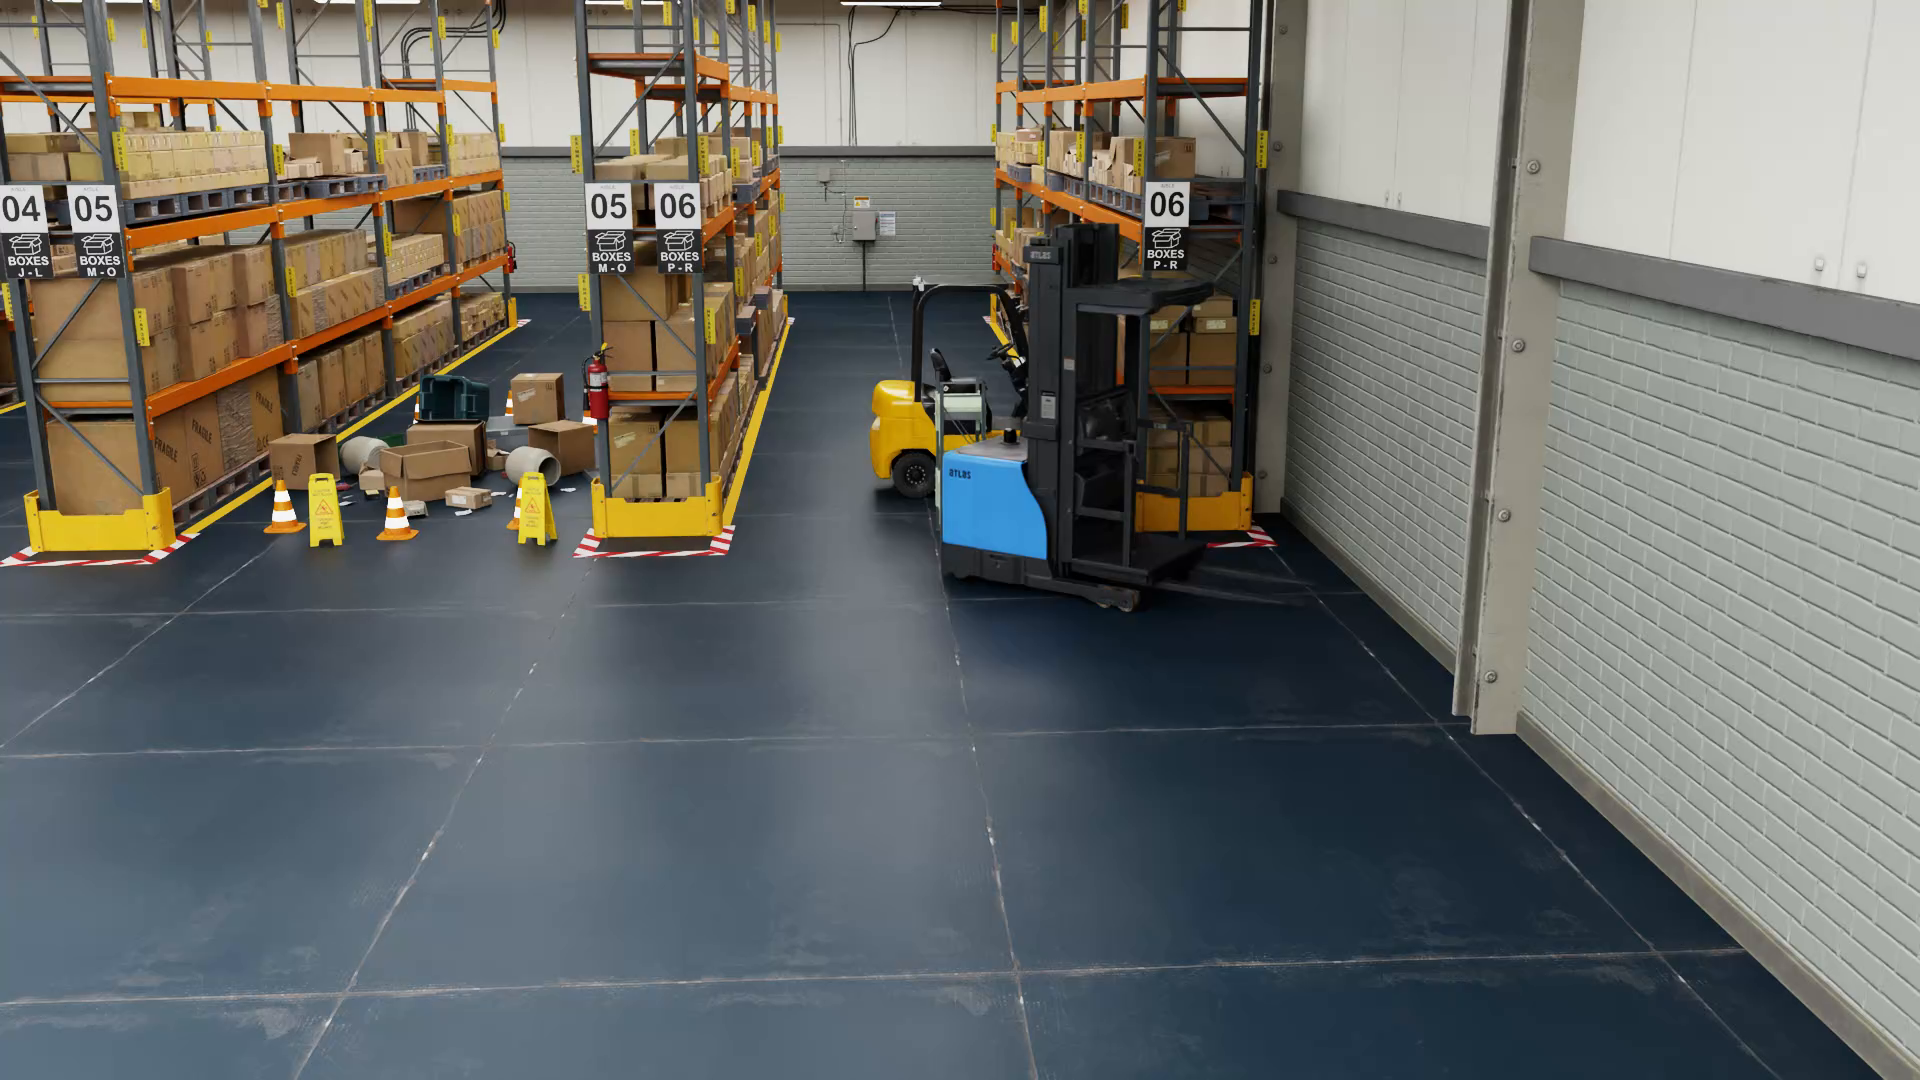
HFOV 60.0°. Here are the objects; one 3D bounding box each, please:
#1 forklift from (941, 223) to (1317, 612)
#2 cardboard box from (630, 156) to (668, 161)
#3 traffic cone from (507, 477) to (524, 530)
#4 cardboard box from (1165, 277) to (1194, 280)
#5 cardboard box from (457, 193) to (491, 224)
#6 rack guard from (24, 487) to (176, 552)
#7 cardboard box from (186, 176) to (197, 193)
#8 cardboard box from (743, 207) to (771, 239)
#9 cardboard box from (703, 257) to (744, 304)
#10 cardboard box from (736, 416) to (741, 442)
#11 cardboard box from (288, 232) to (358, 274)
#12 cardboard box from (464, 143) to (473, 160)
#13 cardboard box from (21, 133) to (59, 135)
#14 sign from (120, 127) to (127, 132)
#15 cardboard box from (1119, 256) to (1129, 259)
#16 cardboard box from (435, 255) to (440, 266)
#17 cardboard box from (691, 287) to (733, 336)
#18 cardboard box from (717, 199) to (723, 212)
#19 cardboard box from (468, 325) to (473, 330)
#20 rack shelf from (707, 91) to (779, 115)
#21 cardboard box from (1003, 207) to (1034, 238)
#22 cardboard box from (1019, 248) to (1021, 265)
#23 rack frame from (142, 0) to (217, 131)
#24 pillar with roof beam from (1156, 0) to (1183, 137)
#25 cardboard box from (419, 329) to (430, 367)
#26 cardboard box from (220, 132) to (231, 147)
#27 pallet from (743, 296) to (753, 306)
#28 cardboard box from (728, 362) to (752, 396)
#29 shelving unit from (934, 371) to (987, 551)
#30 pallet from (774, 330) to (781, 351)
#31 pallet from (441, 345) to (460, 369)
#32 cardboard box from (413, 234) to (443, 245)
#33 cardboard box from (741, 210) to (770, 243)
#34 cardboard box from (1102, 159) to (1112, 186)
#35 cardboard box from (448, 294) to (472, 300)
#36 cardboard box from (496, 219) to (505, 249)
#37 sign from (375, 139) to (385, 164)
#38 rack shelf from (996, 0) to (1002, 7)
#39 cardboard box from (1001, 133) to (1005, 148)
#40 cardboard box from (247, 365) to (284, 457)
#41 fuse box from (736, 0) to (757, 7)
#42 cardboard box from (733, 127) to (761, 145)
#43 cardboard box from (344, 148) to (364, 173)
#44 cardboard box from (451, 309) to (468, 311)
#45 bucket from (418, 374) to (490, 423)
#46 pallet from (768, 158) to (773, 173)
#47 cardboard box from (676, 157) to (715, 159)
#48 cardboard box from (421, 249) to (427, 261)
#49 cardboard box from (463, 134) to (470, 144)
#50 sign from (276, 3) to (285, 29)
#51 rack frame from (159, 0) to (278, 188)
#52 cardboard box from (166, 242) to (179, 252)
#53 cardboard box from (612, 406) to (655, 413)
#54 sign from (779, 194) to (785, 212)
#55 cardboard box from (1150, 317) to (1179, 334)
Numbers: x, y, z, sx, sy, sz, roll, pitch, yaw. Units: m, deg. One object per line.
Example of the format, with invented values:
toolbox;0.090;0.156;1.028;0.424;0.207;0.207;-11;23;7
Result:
forklift;1.355;-1.006;13.277;3.031;2.935;1.130;9;17;32
cardboard box;-3.305;-4.005;17.679;0.380;0.149;0.250;-1;14;-5
traffic cone;-4.118;-0.365;15.738;0.336;0.463;0.334;-1;14;-3
cardboard box;2.271;-2.691;17.591;0.380;0.149;0.250;-1;14;-4
cardboard box;-8.380;-5.695;28.562;0.500;0.500;0.500;0;14;-1
rack guard;-7.737;-0.188;14.978;1.175;0.500;0.348;-1;14;-3
cardboard box;-7.517;-3.392;15.853;0.380;0.149;0.250;-1;14;-4
cardboard box;-3.335;-5.145;27.021;0.500;0.500;0.500;-1;14;-3
cardboard box;-2.794;-3.018;19.319;0.500;0.500;0.500;-1;14;-2
cardboard box;-2.747;-1.230;18.685;0.500;0.250;0.500;0;14;-1
cardboard box;-8.183;-3.689;21.362;0.700;0.500;0.500;-1;14;-4
cardboard box;-8.315;-6.384;27.320;0.500;0.250;0.500;-1;14;-2
cardboard box;-13.338;-5.557;23.757;0.797;0.503;0.637;-1;14;-4
sign;-12.897;-6.204;25.653;0.100;0.325;0.005;-1;14;-3
cardboard box;2.044;-3.669;21.989;0.380;0.149;0.250;-1;14;-5
cardboard box;-8.242;-4.310;25.644;0.380;0.149;0.250;-1;14;-3
cardboard box;-2.737;-2.459;17.989;0.500;0.500;0.500;0;14;-2
cardboard box;-2.678;-3.502;17.326;0.380;0.149;0.250;0;14;-2
cardboard box;-8.333;-3.497;27.699;0.380;0.149;0.250;-1;14;-5
rack shelf;-3.671;-7.351;28.008;1.077;0.370;4.000;-1;14;-3
cardboard box;1.011;-5.507;28.835;0.500;0.500;0.500;-1;14;-2
cardboard box;1.110;-4.355;25.583;0.396;0.266;0.258;0;14;-1
rack frame;-13.686;-8.238;29.208;1.000;3.000;0.127;-1;14;-3
pillar with roof beam;-1.662;-6.102;20.906;9.100;9.000;0.400;-1;14;-3
cardboard box;-8.094;-2.819;24.362;0.500;0.500;0.500;-1;14;-5
cardboard box;-7.581;-4.030;16.736;0.380;0.149;0.250;-1;14;-3
pallet;-3.136;-2.911;20.930;1.003;0.211;1.213;-1;14;-3
cardboard box;-3.221;-2.102;21.833;0.950;0.372;0.625;-1;14;-5
shelving unit;0.000;-0.725;15.057;0.431;1.500;0.755;-1;14;-3
pallet;-3.516;-3.330;27.770;1.003;0.211;1.213;-1;14;-3
pallet;-8.432;-2.845;25.884;1.003;0.211;1.213;-1;14;-3
cardboard box;-8.262;-4.662;25.817;0.380;0.149;0.250;0;14;-1
cardboard box;-3.269;-4.916;26.129;0.500;0.500;0.500;0;14;-2
cardboard box;1.691;-3.844;17.377;0.396;0.266;0.258;-1;14;-5
cardboard box;-8.899;-4.292;29.598;0.380;0.149;0.250;-1;14;-2
cardboard box;-8.445;-5.469;29.687;0.500;0.500;0.500;-1;14;-2
sign;-7.679;-5.142;22.000;0.100;0.325;0.005;-1;14;-3
rack shelf;1.283;-9.232;27.846;1.077;0.370;4.000;-1;14;-3
cardboard box;0.993;-6.963;28.975;0.500;0.250;0.500;-1;14;-4
cardboard box;-8.017;-1.416;18.156;0.875;0.875;0.875;-1;14;-3
fuse box;-4.419;-11.332;34.811;0.513;0.334;0.176;-1;14;-3
cardboard box;-3.374;-6.393;26.813;0.500;0.500;0.500;-1;14;-2
cardboard box;-7.869;-4.800;21.002;0.500;0.311;0.500;-1;14;-3
cardboard box;-8.319;-3.720;27.374;0.380;0.149;0.250;-1;14;-4
bucket;-5.676;-1.552;18.781;0.726;0.611;0.620;4;5;16
pallet;-3.588;-6.104;27.112;1.003;0.211;1.213;-1;14;-3
cardboard box;-2.734;-3.884;17.209;0.380;0.149;0.250;-1;14;-5
cardboard box;-8.194;-4.259;24.848;0.380;0.149;0.250;-2;15;-6
cardboard box;-8.291;-6.608;27.391;0.380;0.149;0.250;0;14;-1
sign;-8.775;-6.780;21.506;0.100;0.325;0.005;-1;14;-3
rack frame;-7.986;-5.305;17.808;1.000;3.000;0.127;-1;14;-3
cardboard box;-13.269;-4.782;27.522;0.500;0.250;0.500;-1;14;-2
cardboard box;-3.203;-1.341;16.310;0.380;0.149;0.250;0;14;-2
sign;-3.253;-6.166;30.395;0.100;0.325;0.005;-1;14;-3
cardboard box;1.849;-2.028;15.611;0.380;0.149;0.250;-1;14;-3
